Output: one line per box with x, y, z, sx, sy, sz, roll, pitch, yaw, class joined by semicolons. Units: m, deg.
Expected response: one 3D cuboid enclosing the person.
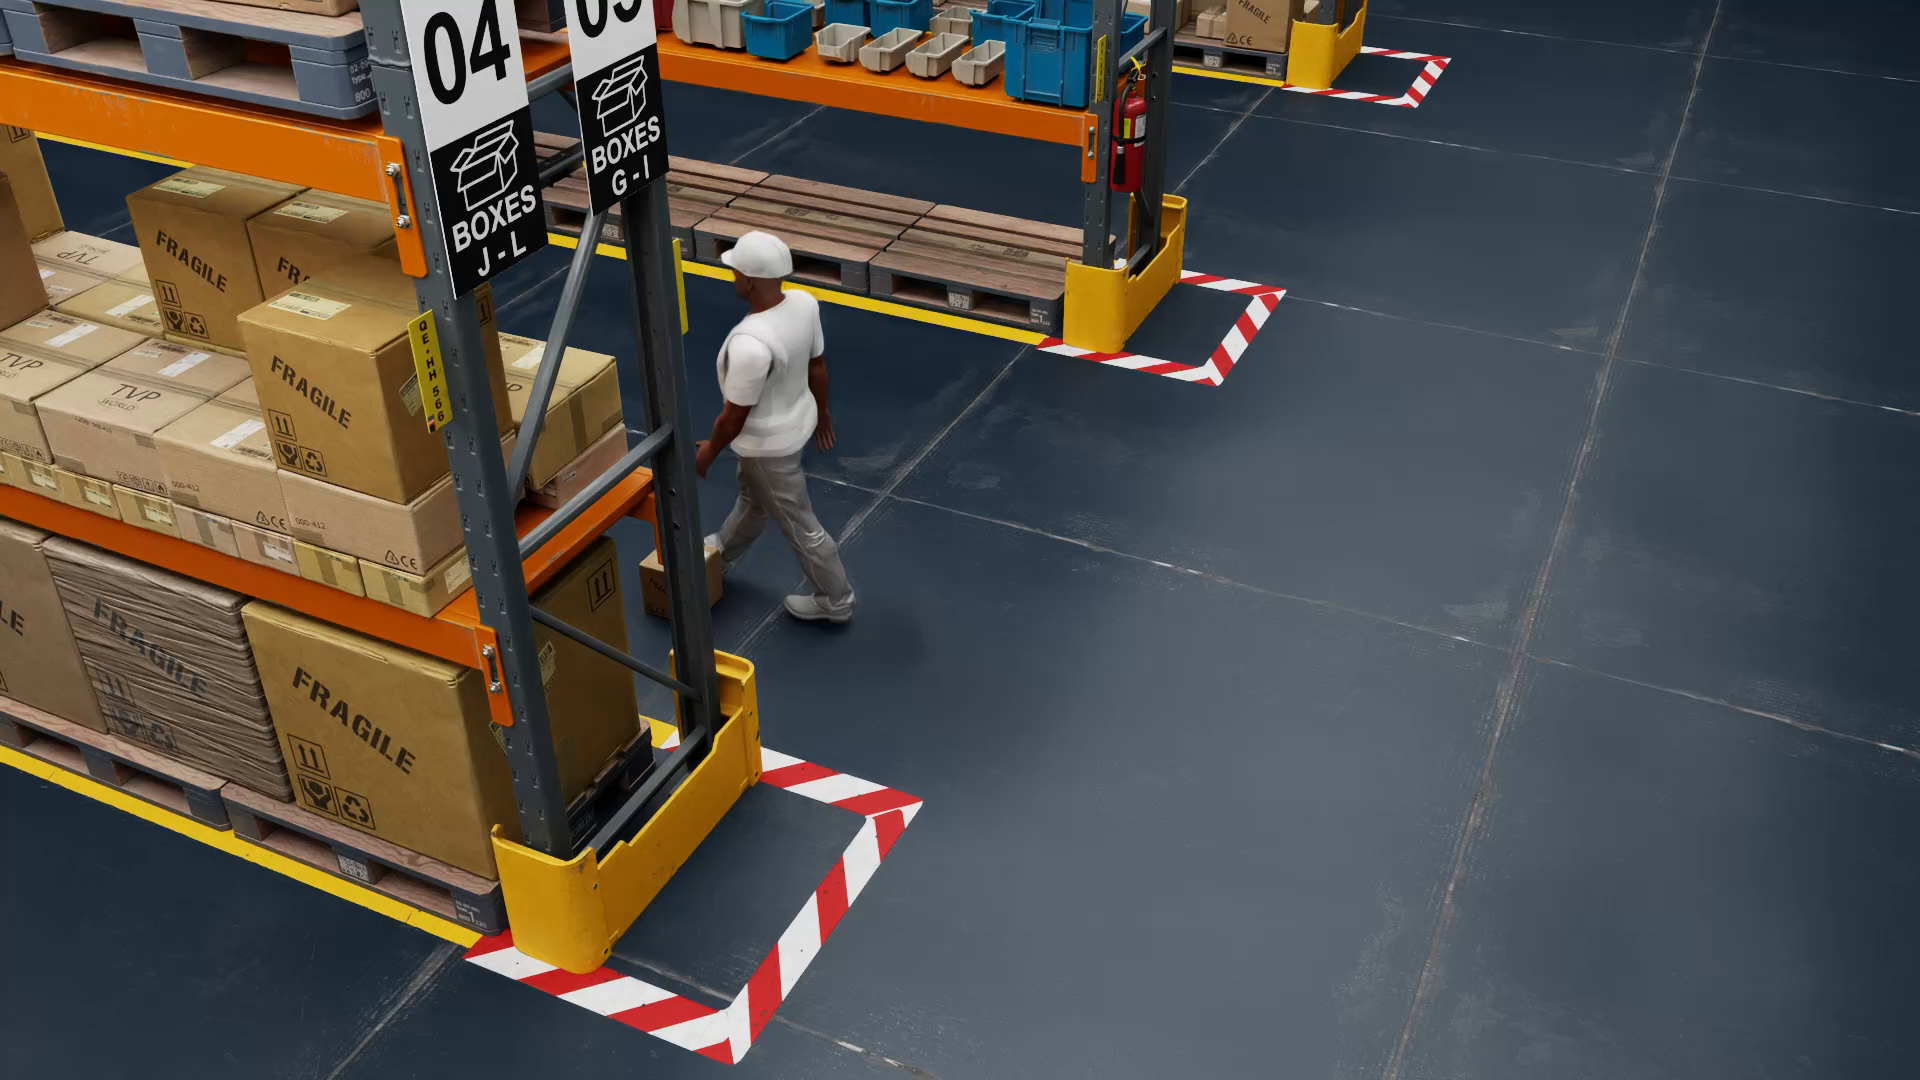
-0.898;-0.450;6.767;0.933;1.732;0.582;8;34;12;person
